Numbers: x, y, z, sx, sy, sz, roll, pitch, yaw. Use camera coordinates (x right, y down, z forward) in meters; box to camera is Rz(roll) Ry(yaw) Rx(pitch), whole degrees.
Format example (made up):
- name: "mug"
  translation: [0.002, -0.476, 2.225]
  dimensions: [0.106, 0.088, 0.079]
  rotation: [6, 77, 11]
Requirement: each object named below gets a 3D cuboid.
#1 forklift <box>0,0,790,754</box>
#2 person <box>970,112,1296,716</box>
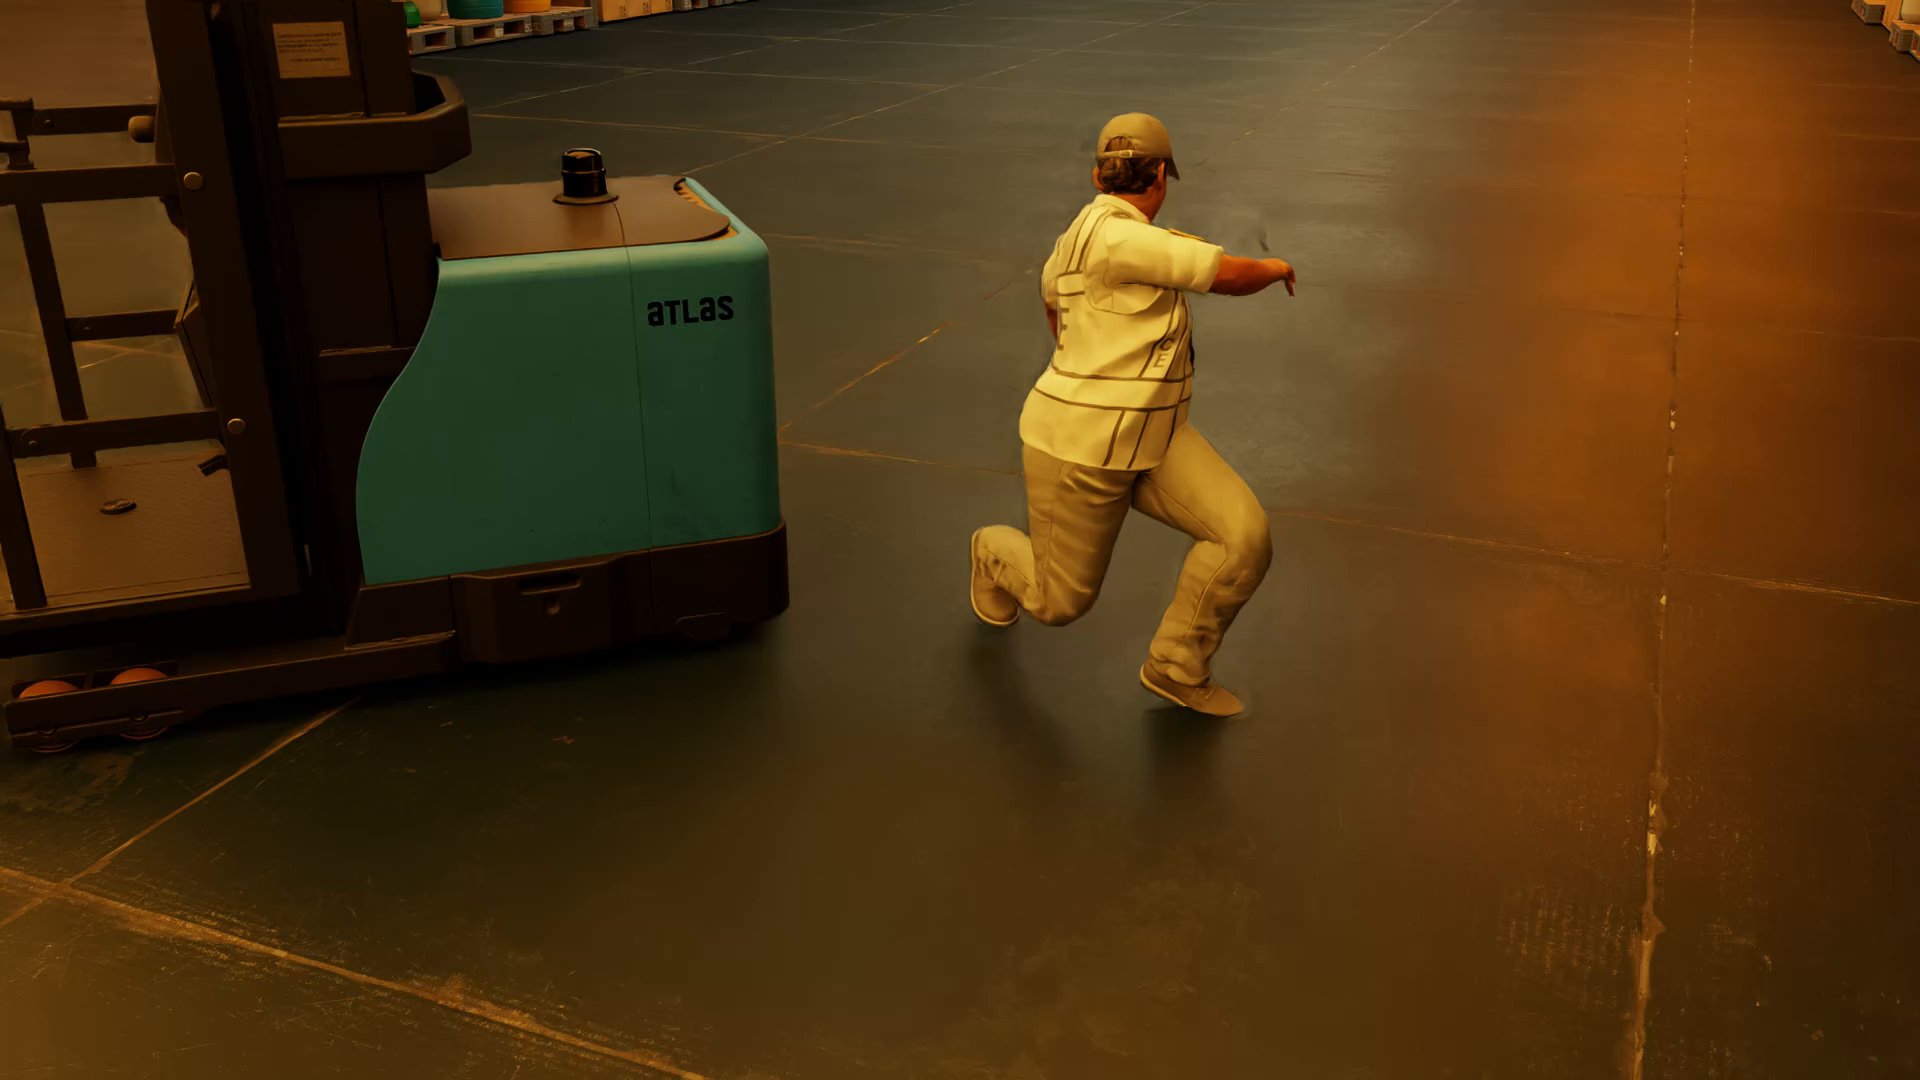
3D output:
- name: "forklift"
  translation: [-2.034, -1.082, 3.881]
  dimensions: [3.031, 2.935, 1.130]
  rotation: [-8, 24, -18]
- name: "person"
  translation: [0.409, -0.323, 4.139]
  dimensions: [0.928, 1.440, 0.699]
  rotation: [15, 27, 32]
